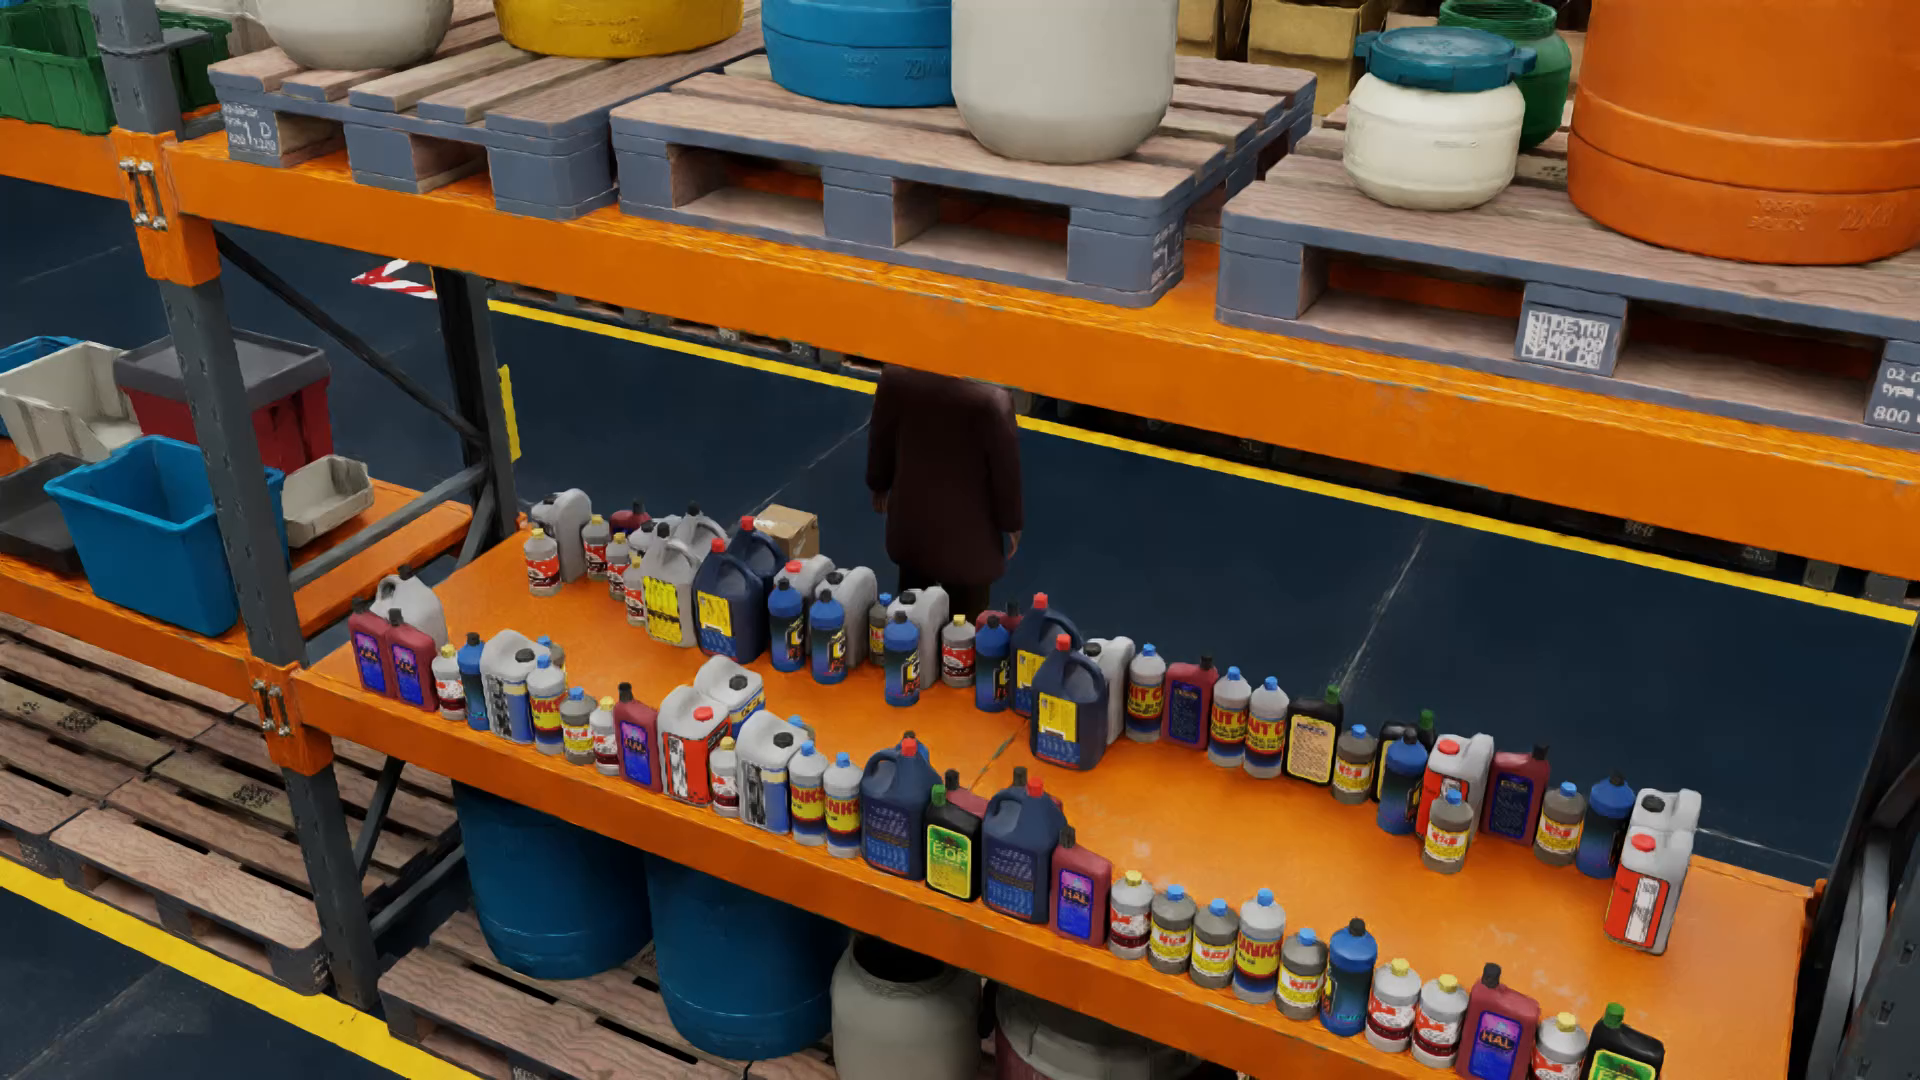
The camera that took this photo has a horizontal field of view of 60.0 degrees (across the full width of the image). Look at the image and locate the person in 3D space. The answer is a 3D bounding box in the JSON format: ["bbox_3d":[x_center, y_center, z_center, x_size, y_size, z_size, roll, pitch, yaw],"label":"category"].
[{"bbox_3d":[-0.070,-0.309,6.158,0.677,0.931,0.341,16,34,26],"label":"person"}]
